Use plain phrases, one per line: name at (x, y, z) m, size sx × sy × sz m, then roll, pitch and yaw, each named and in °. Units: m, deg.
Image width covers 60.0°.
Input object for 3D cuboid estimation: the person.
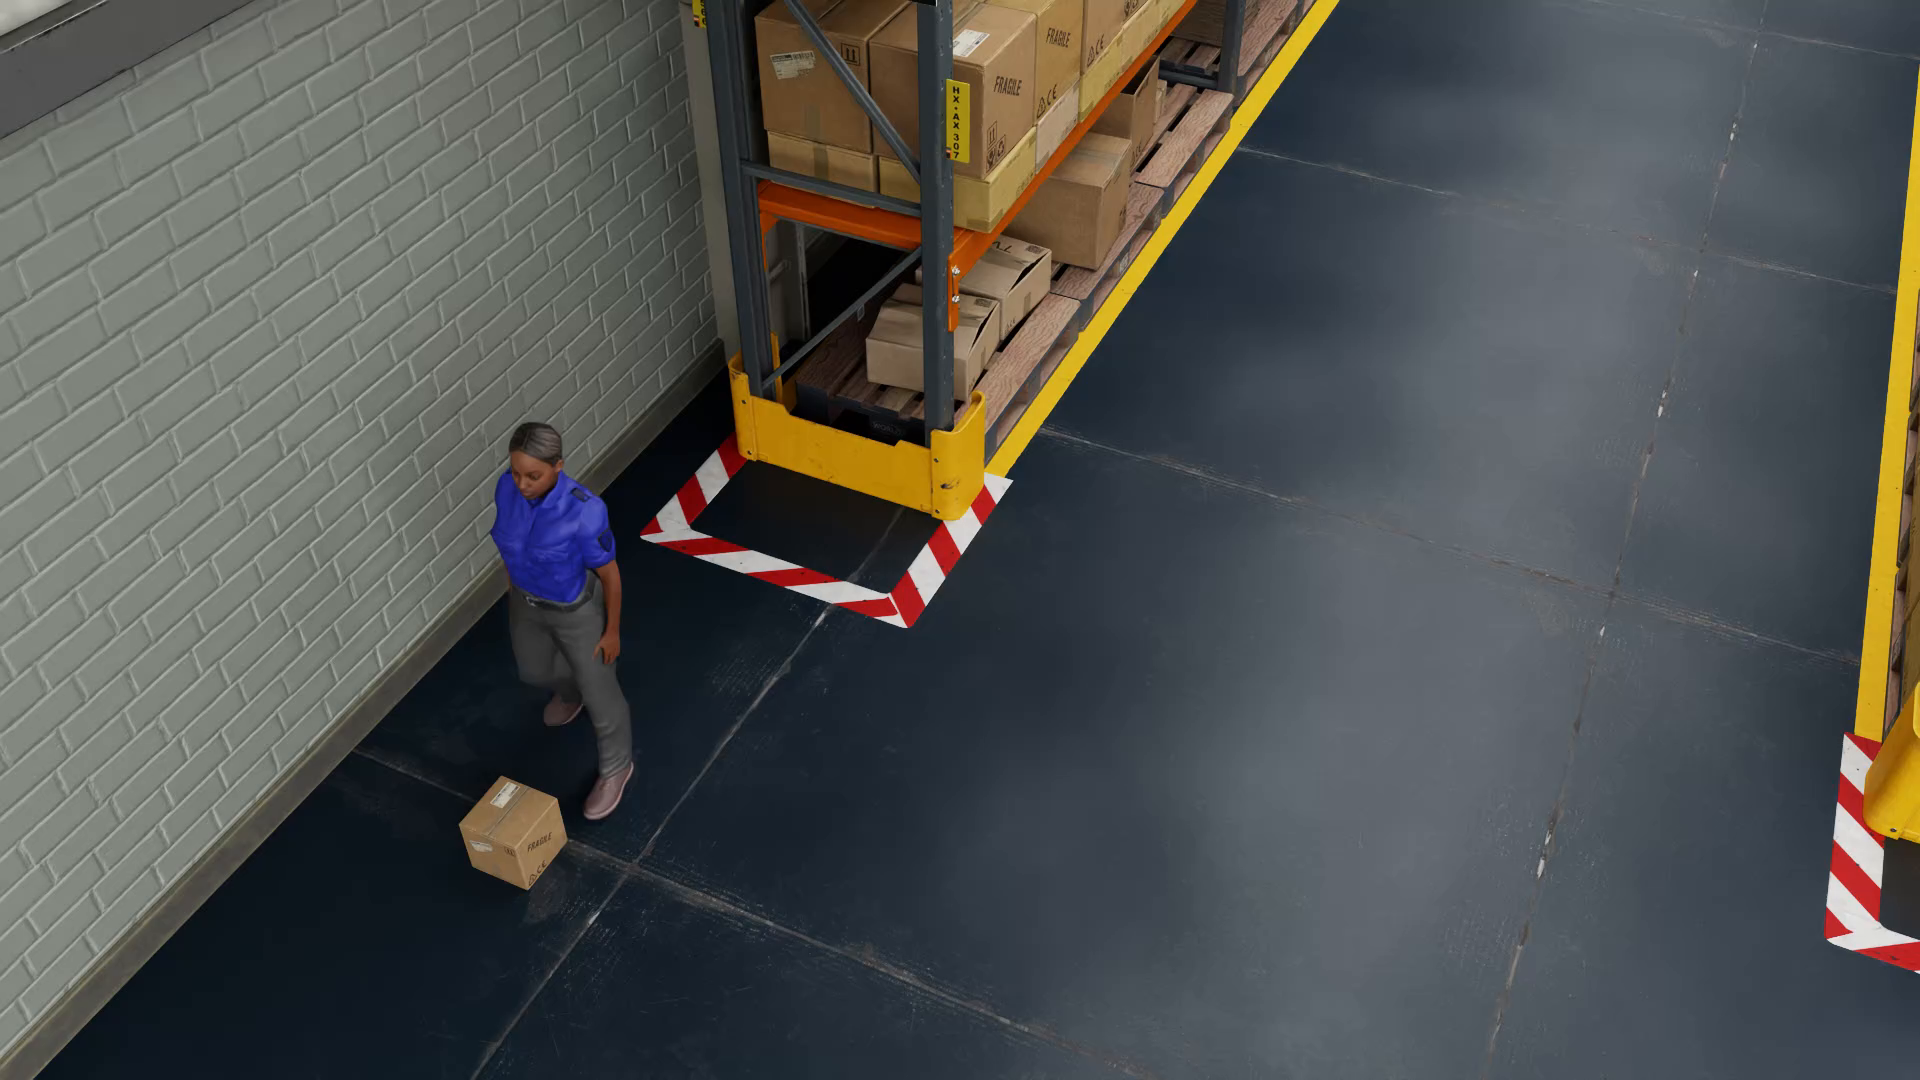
person at (-1.380, 0.278, 5.893) m, size 0.451 × 1.627 × 0.354 m, roll 18°, pitch 45°, yaw 19°
